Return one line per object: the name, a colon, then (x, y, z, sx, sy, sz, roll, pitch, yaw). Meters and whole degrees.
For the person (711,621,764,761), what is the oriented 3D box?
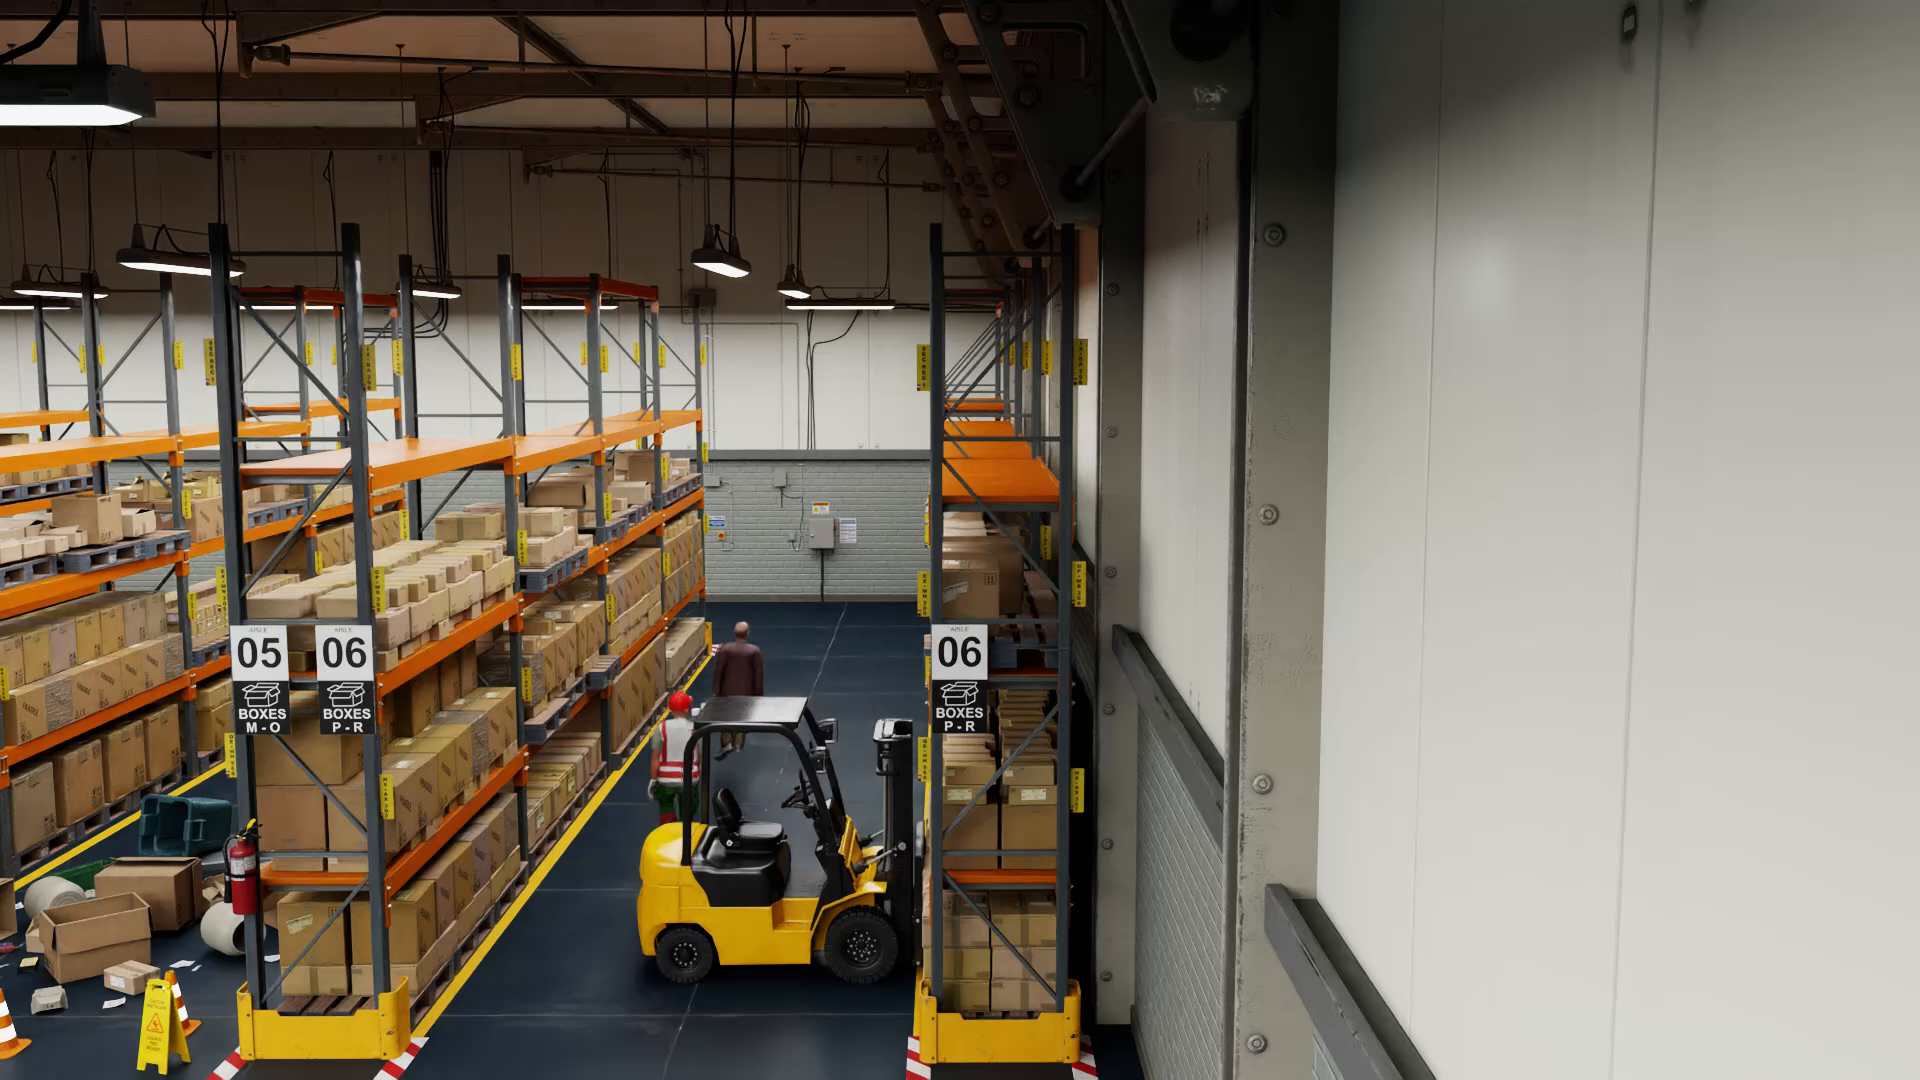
person: (-2.674, 1.821, 20.049, 0.627, 1.693, 0.582, 0, 7, 0)

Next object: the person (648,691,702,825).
person: (-2.708, 2.266, 16.027, 0.589, 1.640, 0.671, -1, 7, -7)
